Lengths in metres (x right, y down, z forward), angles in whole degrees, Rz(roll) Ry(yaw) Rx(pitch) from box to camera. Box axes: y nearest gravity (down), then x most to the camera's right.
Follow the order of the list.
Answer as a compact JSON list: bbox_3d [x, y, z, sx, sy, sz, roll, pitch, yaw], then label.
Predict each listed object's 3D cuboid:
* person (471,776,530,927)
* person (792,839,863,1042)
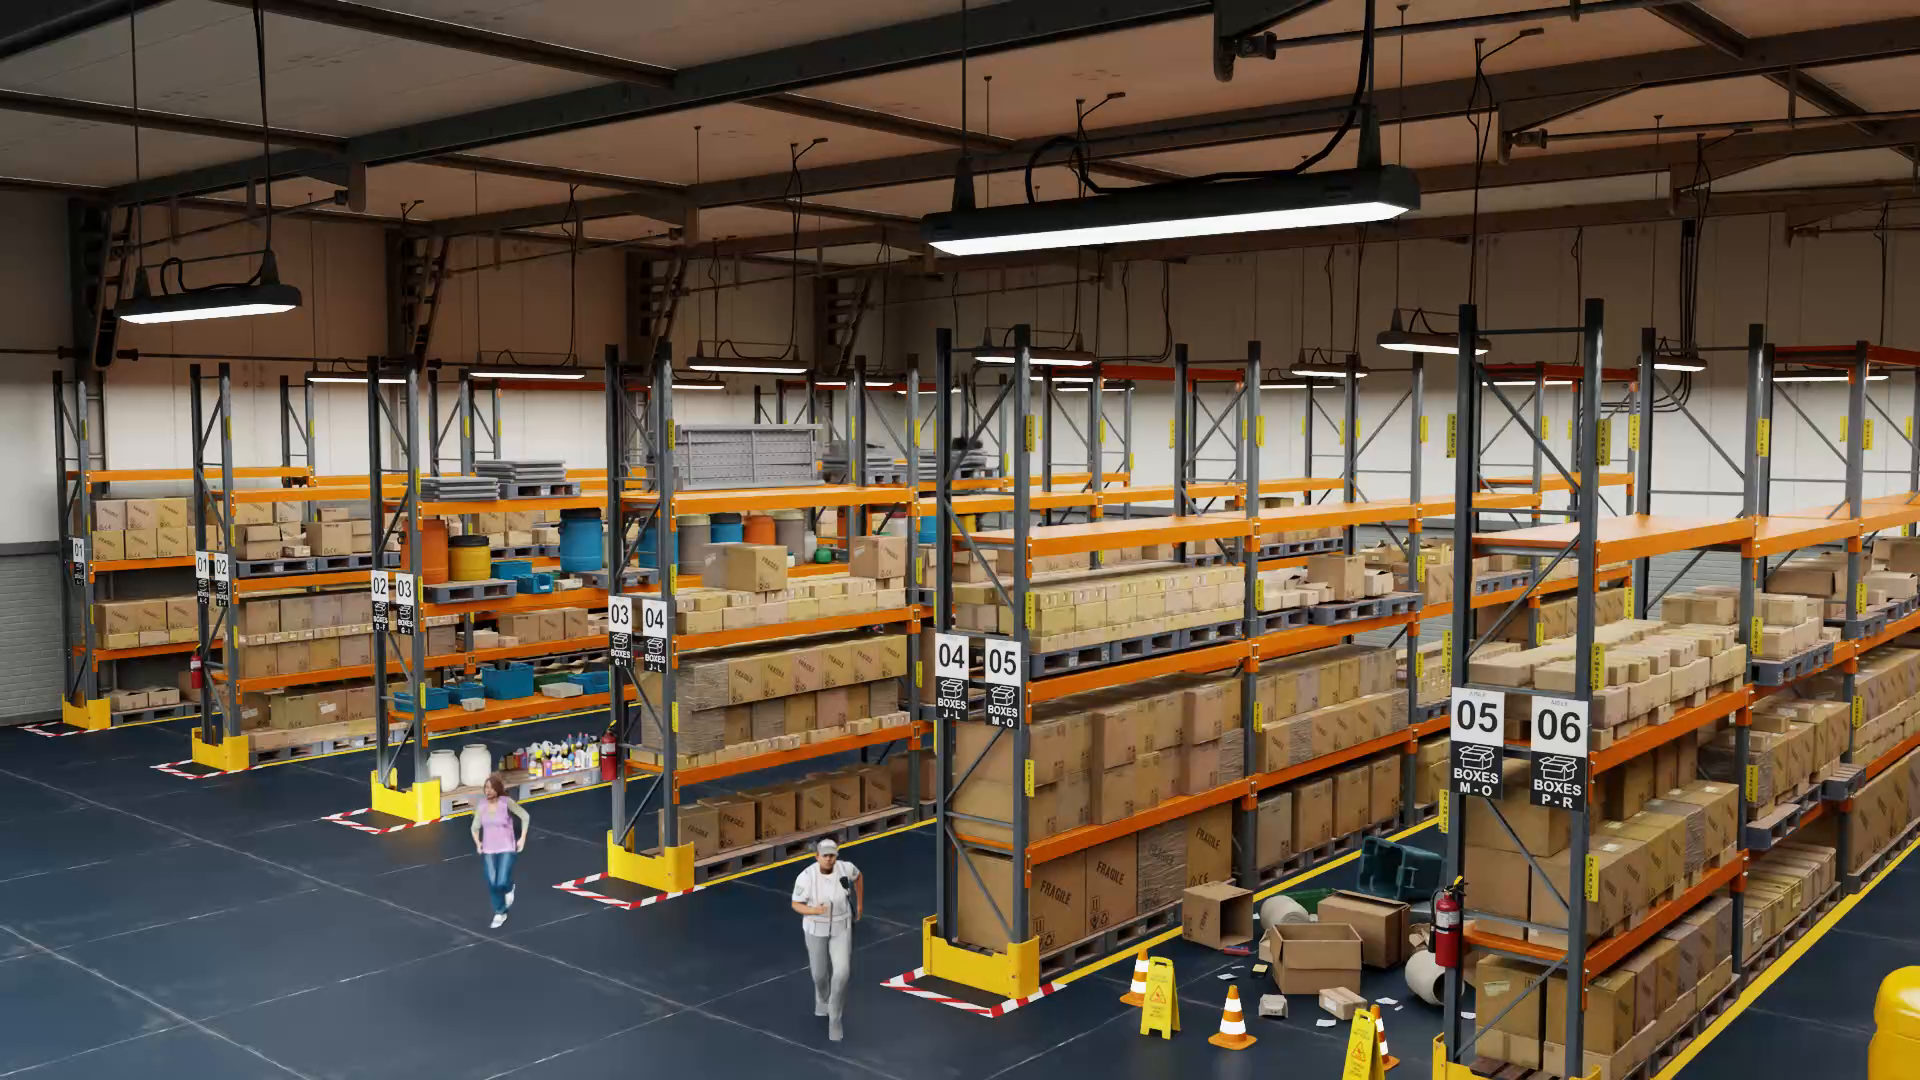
[{"bbox_3d":[-4.696,3.177,16.925,0.559,1.561,0.607,0,4,3],"label":"person"},{"bbox_3d":[-1.115,3.332,14.064,0.627,1.696,0.821,-1,4,-10],"label":"person"}]
